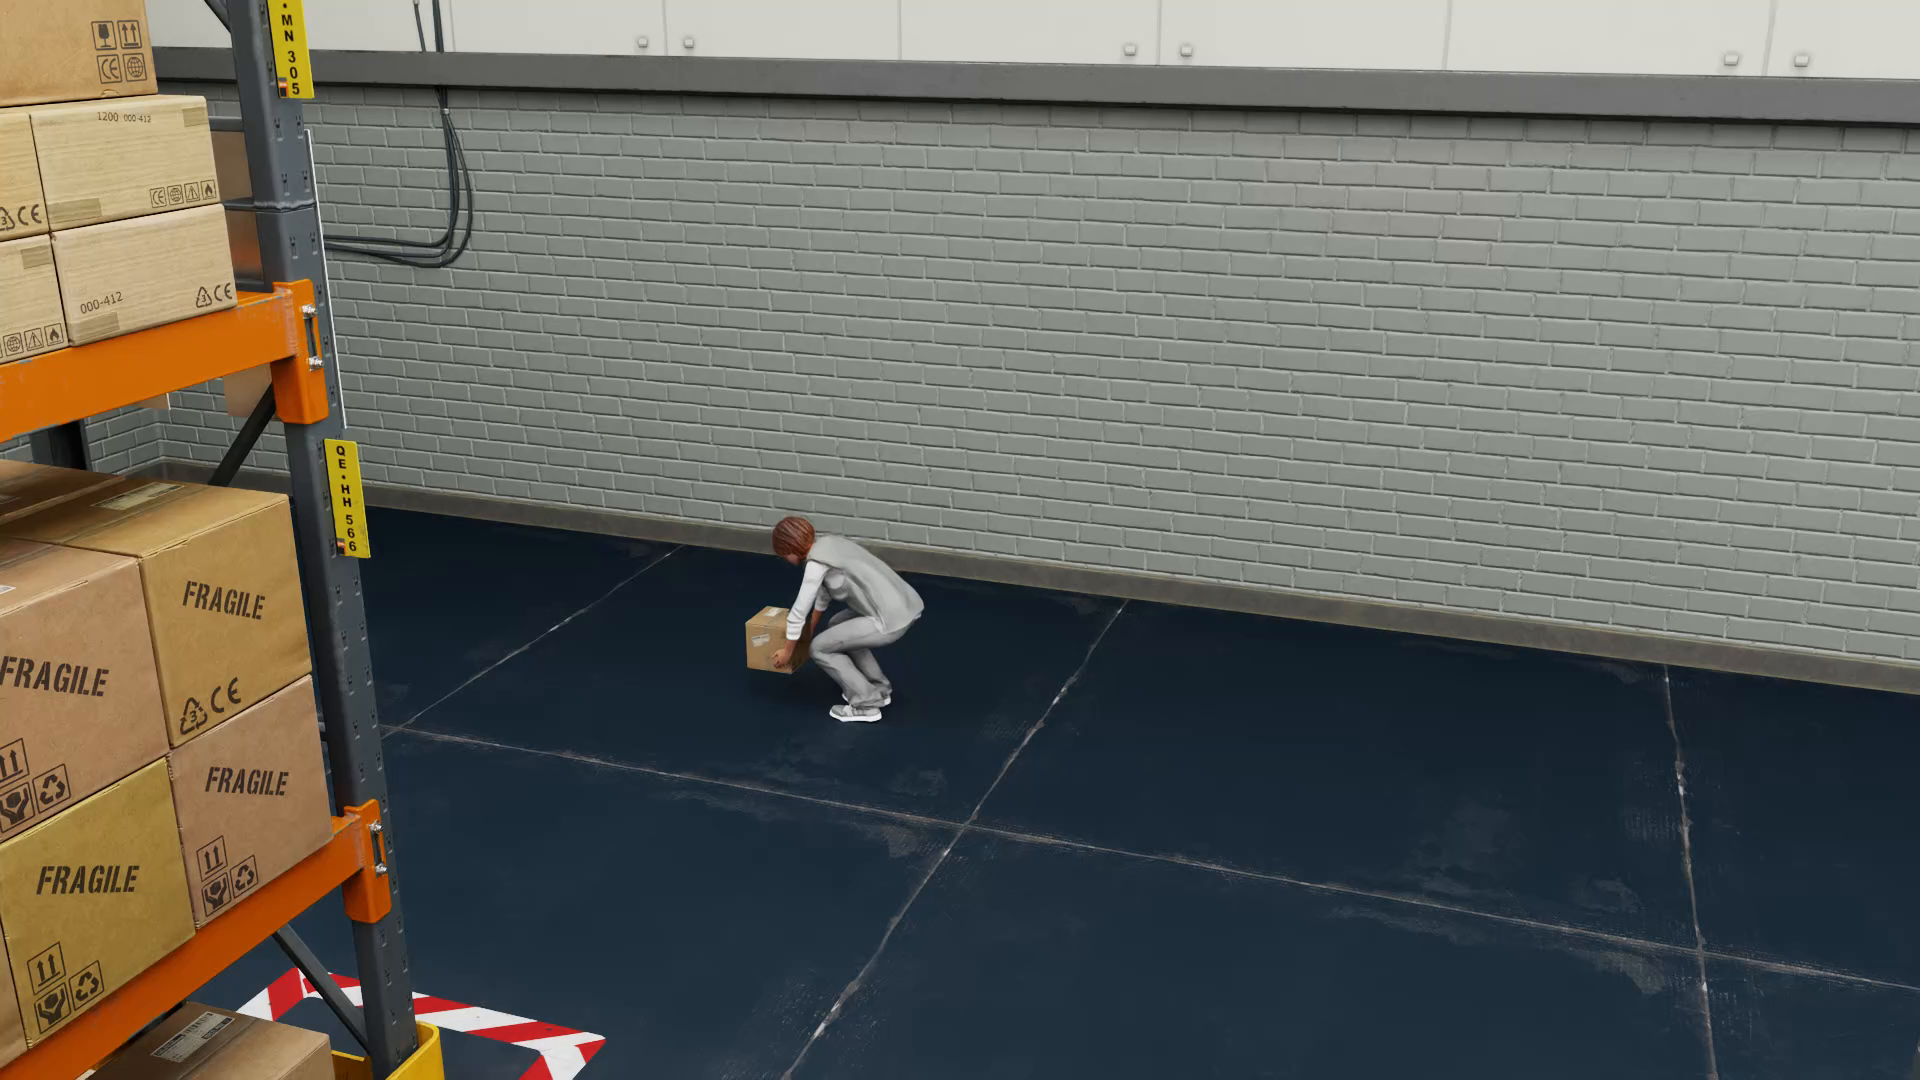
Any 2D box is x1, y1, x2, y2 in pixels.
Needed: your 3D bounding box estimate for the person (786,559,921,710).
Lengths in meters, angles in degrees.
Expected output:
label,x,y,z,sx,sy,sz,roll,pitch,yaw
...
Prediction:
label,x,y,z,sx,sy,sz,roll,pitch,yaw
person,-0.514,0.420,8.318,0.628,0.833,0.452,6,20,18
